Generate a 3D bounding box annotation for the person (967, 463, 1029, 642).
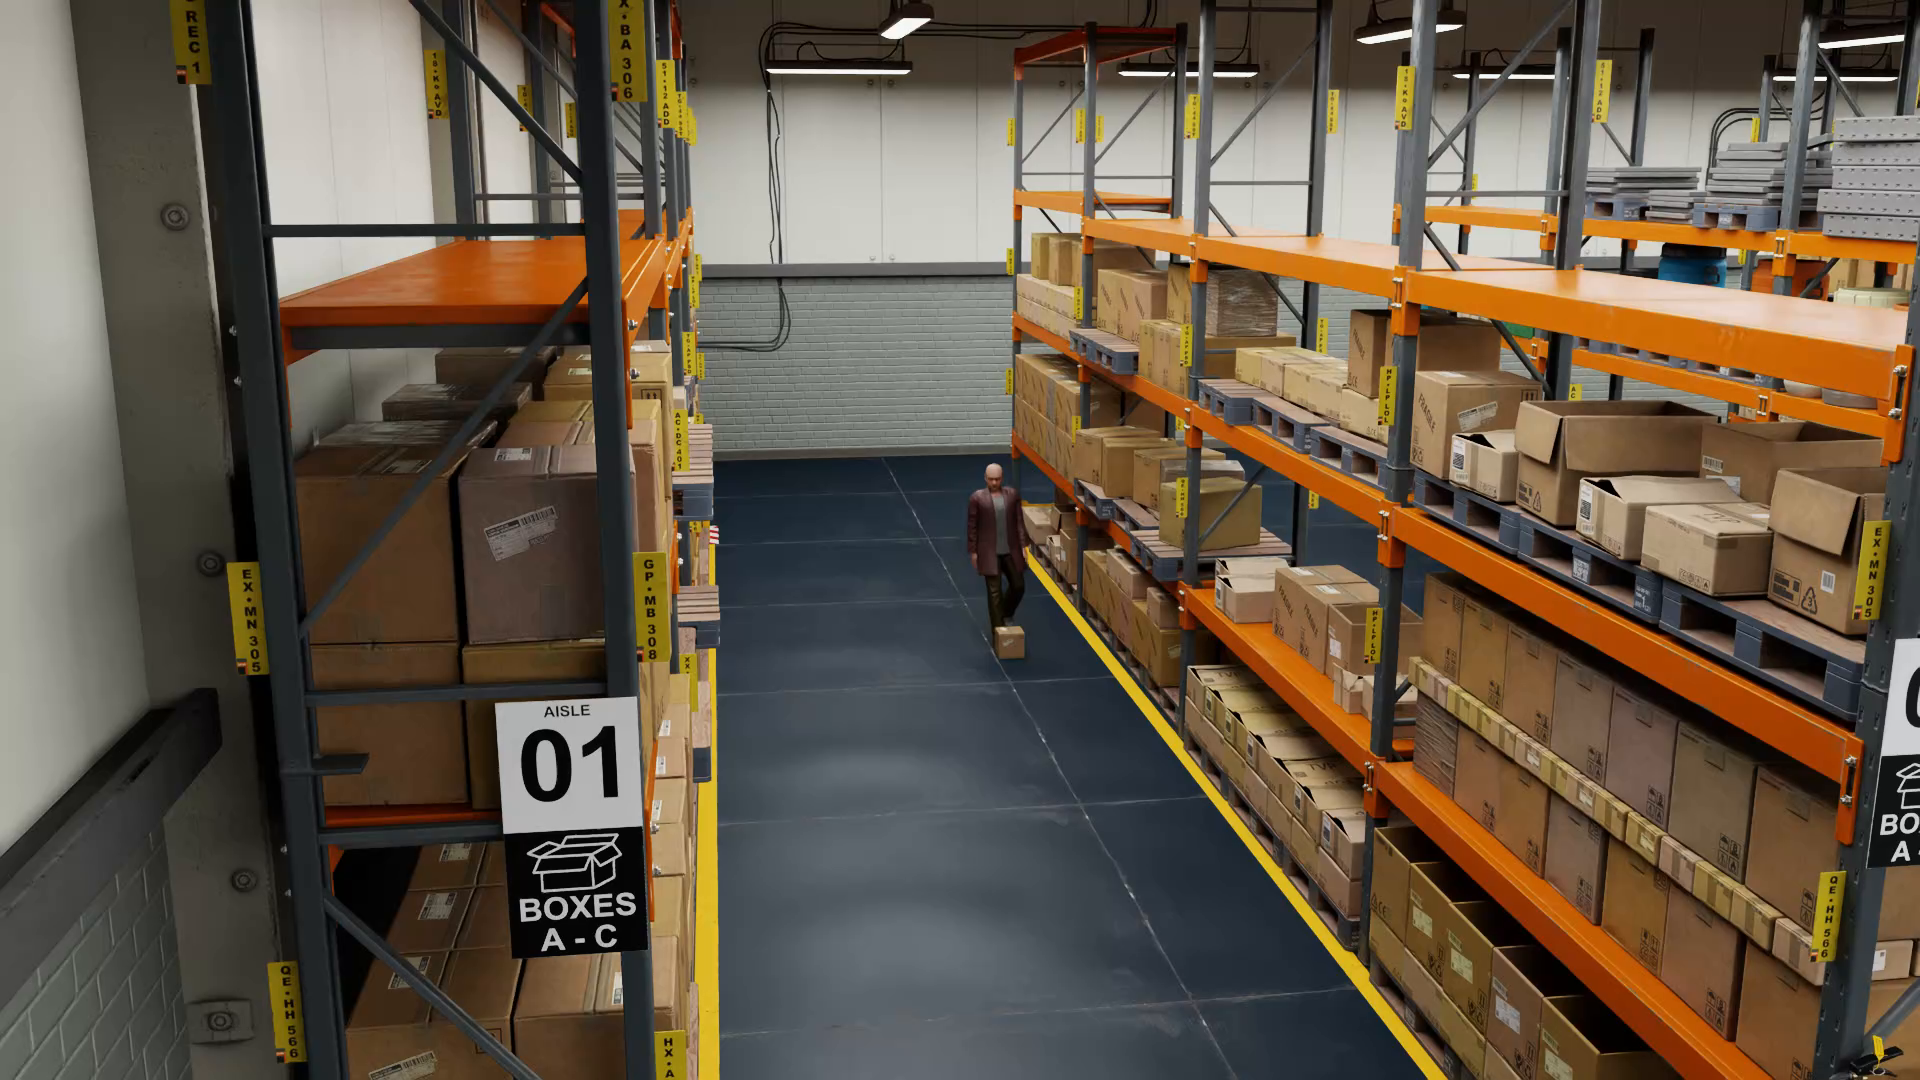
[{"bbox_3d":[0.396,0.125,16.404,0.606,1.772,0.776,-3,13,-14],"label":"person"}]
